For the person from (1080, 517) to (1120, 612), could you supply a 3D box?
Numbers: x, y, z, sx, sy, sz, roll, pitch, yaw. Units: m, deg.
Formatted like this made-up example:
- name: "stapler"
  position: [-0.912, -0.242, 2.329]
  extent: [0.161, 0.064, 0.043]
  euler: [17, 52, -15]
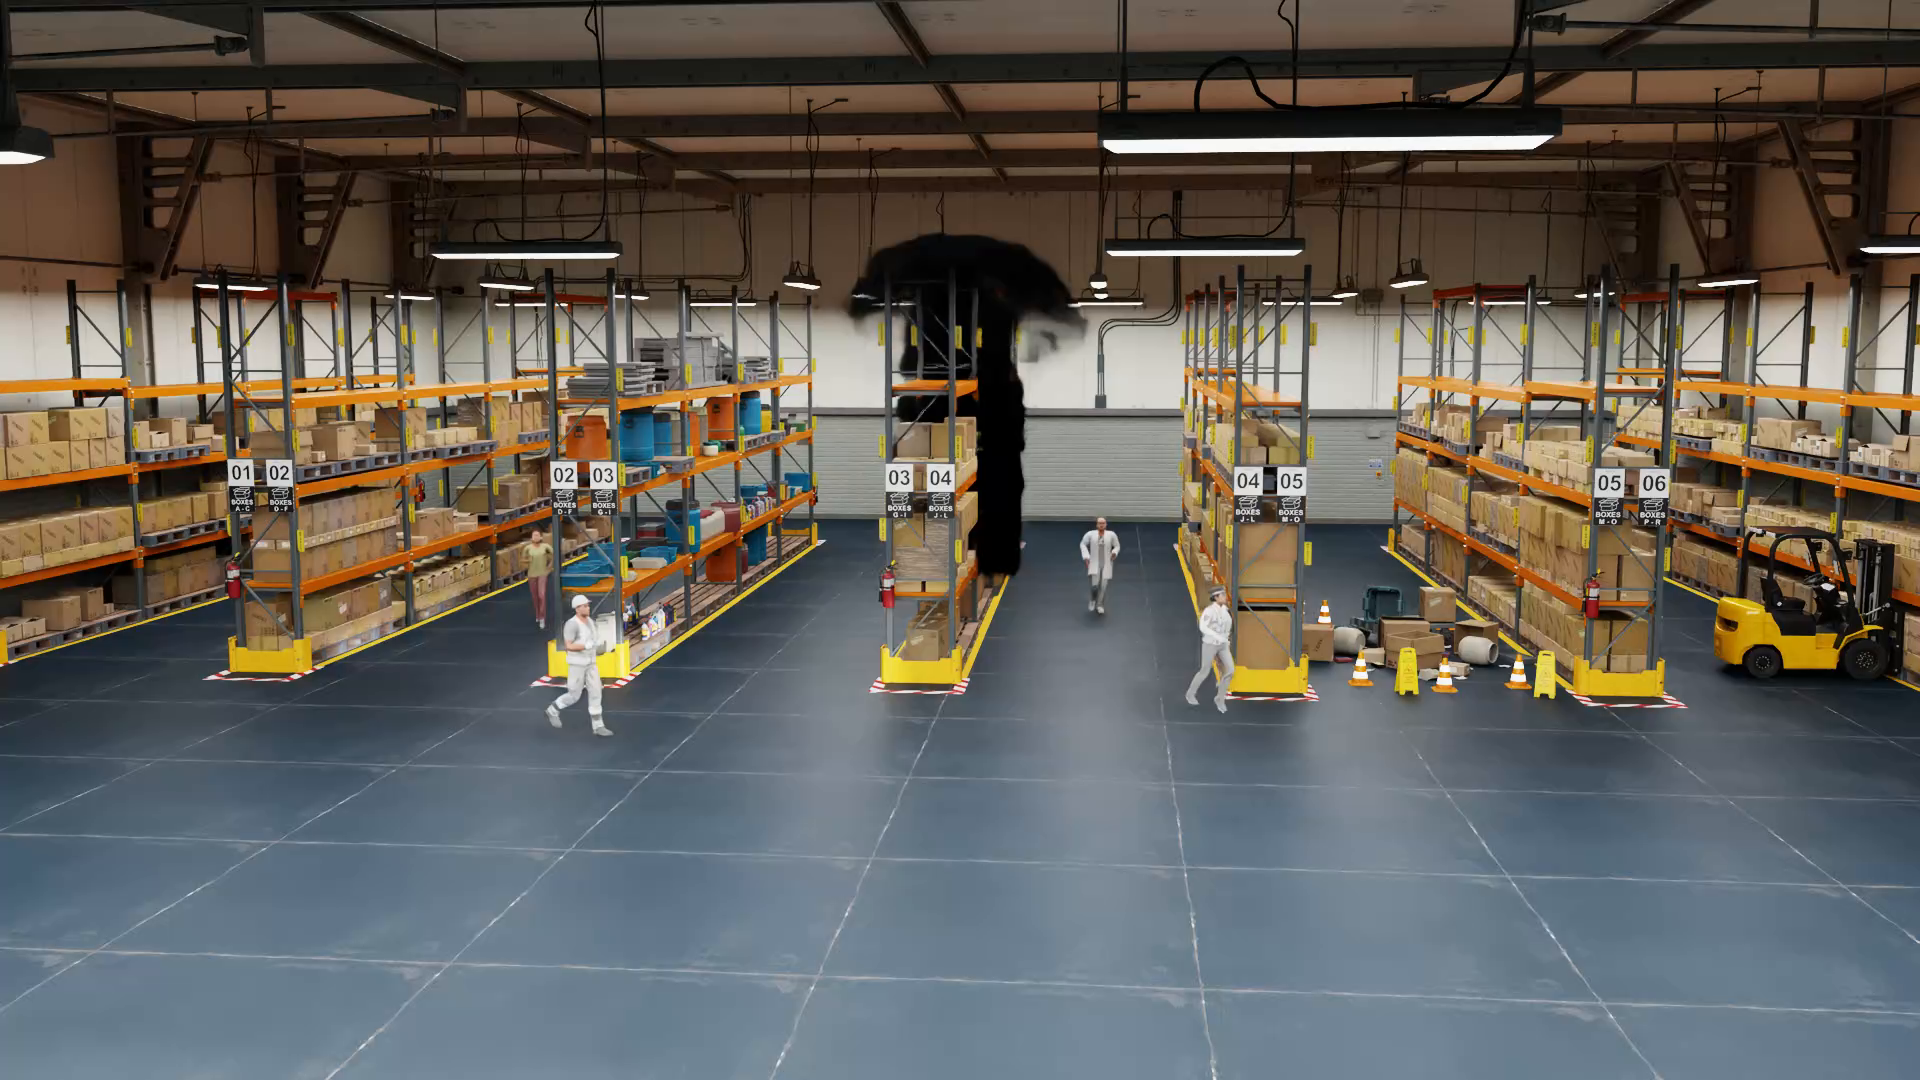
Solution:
- name: "person"
  position: [2.570, 0.462, 30.256]
  extent: [0.717, 1.747, 0.645]
  euler: [0, 7, -3]

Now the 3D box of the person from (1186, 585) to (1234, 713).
- name: "person"
  position: [3.451, 1.447, 22.550]
  extent: [0.662, 1.708, 0.674]
  euler: [-5, 9, -36]

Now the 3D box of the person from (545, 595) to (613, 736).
- name: "person"
  position: [-4.780, 1.562, 20.883]
  extent: [0.972, 1.768, 0.661]
  euler: [3, 8, 24]

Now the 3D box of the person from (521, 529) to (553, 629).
- name: "person"
  position: [-7.344, 0.660, 28.954]
  extent: [0.559, 1.717, 0.698]
  euler: [0, 7, -4]
